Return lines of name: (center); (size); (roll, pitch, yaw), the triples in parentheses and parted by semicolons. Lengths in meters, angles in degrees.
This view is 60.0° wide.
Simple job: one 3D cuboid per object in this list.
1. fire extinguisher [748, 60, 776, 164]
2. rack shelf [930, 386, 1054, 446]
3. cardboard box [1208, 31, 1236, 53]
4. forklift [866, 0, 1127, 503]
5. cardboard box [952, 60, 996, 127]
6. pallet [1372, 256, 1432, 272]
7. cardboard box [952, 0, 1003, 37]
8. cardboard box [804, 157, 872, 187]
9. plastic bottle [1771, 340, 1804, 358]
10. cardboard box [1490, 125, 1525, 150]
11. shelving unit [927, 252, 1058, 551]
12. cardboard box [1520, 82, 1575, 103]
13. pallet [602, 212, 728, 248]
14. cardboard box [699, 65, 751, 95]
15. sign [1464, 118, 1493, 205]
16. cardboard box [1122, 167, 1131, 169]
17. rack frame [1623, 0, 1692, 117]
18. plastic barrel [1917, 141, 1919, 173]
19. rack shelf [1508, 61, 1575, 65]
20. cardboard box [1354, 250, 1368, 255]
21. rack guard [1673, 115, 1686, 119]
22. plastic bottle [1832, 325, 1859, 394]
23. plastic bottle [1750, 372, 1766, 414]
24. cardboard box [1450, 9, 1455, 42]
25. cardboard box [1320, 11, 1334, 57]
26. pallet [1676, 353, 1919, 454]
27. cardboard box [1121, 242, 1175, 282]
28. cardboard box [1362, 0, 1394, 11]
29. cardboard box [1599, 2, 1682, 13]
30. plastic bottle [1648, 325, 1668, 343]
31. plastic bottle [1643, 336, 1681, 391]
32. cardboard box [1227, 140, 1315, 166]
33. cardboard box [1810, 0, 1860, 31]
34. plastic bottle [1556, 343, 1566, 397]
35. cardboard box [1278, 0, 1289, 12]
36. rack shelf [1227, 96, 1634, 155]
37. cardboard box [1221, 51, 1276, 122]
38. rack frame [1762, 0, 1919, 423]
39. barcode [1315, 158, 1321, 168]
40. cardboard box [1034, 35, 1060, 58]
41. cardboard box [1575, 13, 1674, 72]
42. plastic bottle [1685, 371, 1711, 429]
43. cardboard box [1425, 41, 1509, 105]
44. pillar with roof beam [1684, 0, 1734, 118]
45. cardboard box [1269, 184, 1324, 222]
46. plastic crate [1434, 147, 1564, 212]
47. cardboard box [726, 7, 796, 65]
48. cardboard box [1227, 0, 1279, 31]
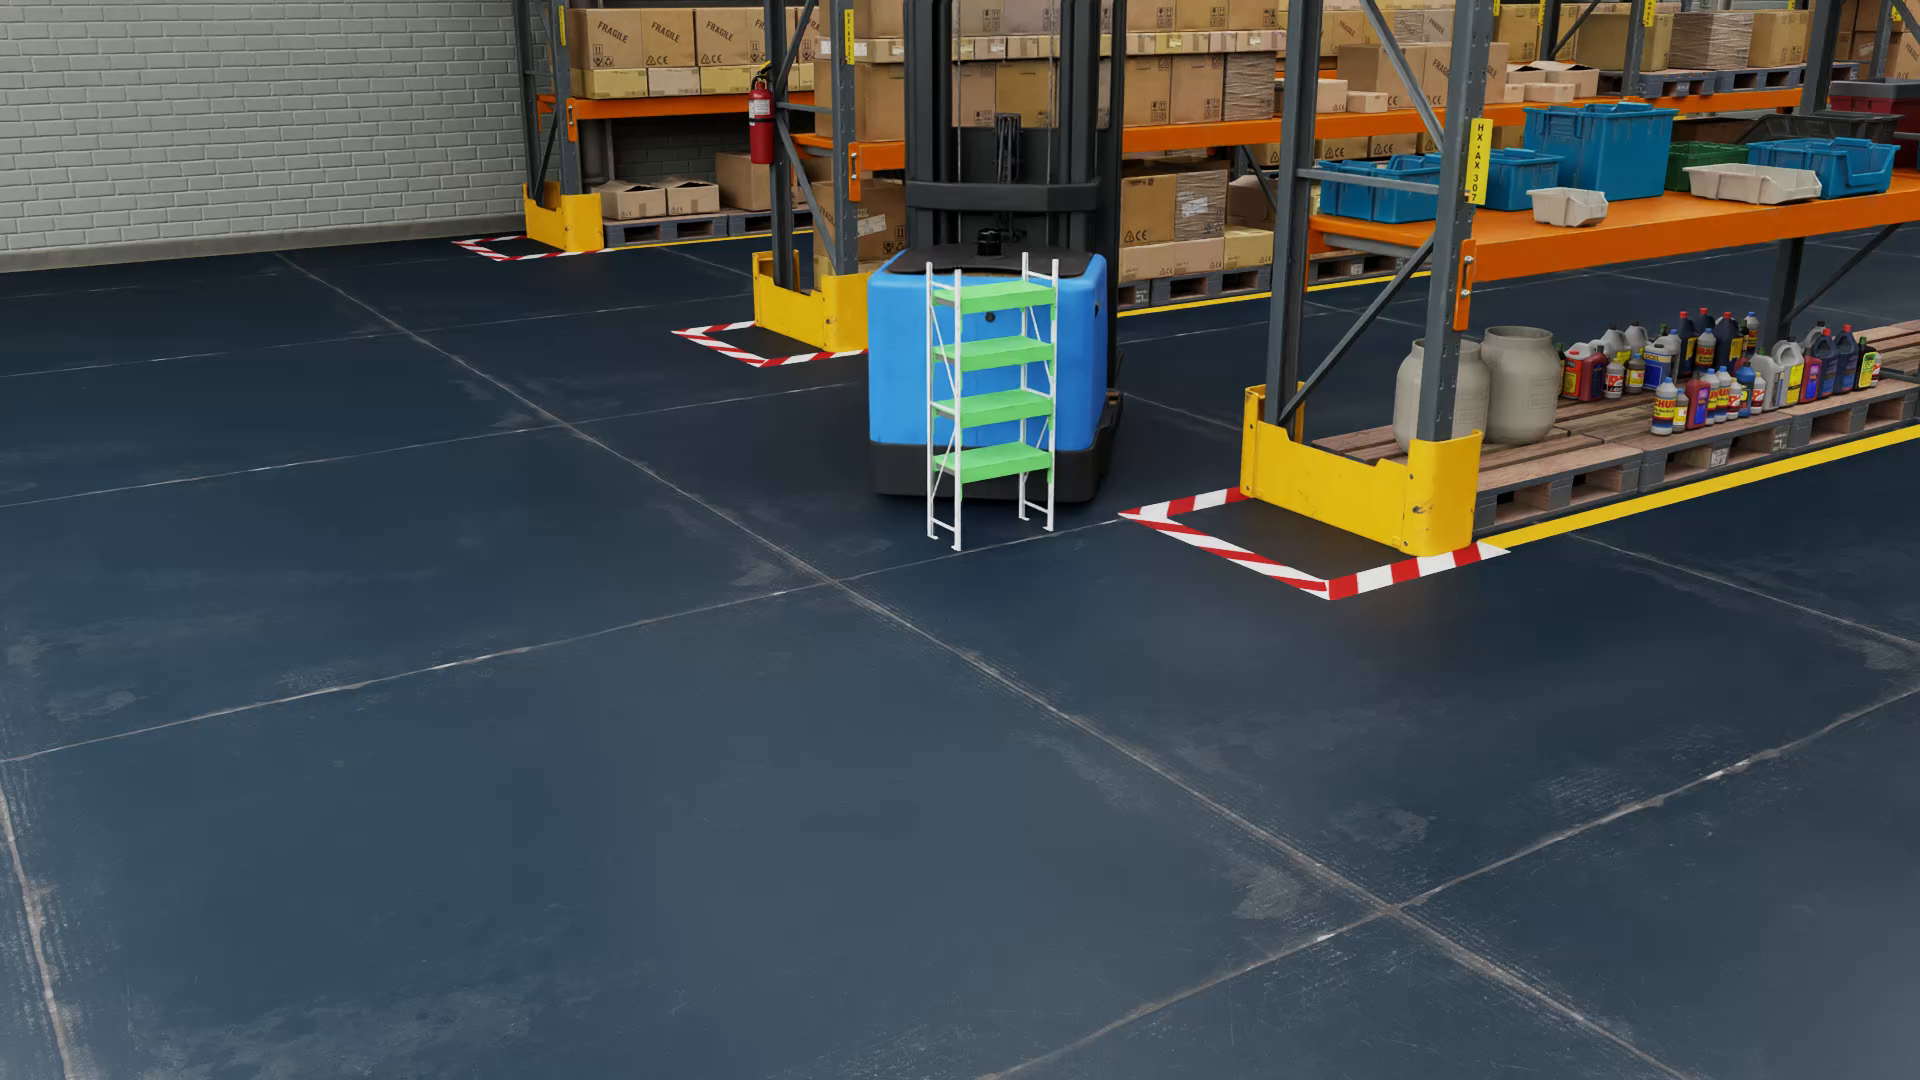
fire extinguisher: (-1.341, -2.894, 11.242); (0.183, 0.674, 0.296); (-12, 22, -31)
rack shelf: (0.136, -0.536, 7.152); (0.480, 0.148, 0.258); (-12, 22, -31)
cardboard box: (1.819, -3.691, 12.311); (0.250, 0.149, 0.380); (-13, 22, -33)
forklift: (0.304, -1.988, 8.549); (1.130, 2.935, 3.031); (3, 19, 8)
cardboard box: (-0.154, -3.047, 11.418); (0.500, 0.500, 0.700); (-11, 22, -30)
pallet: (3.967, -2.567, 14.509); (1.213, 0.211, 1.003); (-12, 22, -31)
cardboard box: (-0.110, -3.671, 11.239); (0.500, 0.500, 0.700); (-13, 22, -33)
cardboard box: (-1.219, -3.687, 16.683); (0.500, 0.500, 0.500); (-14, 23, -35)
plastic bottle: (4.433, -0.935, 8.893); (0.135, 0.276, 0.152); (-12, 22, -31)
cardboard box: (6.988, -5.384, 21.735); (0.500, 0.500, 0.700); (-12, 22, -31)
shelving unit: (0.136, -0.597, 7.132); (0.503, 1.200, 0.258); (-12, 22, -31)
cardboard box: (5.095, -3.885, 14.445); (0.250, 0.149, 0.380); (-12, 22, -31)
pallet: (-2.953, -2.978, 15.723); (1.213, 0.211, 1.003); (-12, 22, -31)
cardboard box: (-2.278, -4.274, 15.408); (0.500, 0.250, 0.500); (-12, 22, -32)
sign: (2.033, -1.485, 6.521); (0.005, 0.325, 0.100); (-12, 22, -31)
cardboard box: (0.959, -2.609, 12.746); (0.500, 0.500, 0.500); (-12, 22, -31)
rack frame: (9.648, -6.970, 23.177); (0.127, 3.000, 1.000); (-12, 22, -31)
plastic barrel: (5.564, -2.431, 8.968); (0.708, 0.901, 0.600); (-12, 22, -31)
rack shelf: (7.978, -6.277, 22.251); (4.000, 0.370, 1.077); (-12, 22, -31)
cardboard box: (3.254, -2.523, 13.660); (0.500, 0.250, 0.500); (-11, 22, -30)
rack guard: (9.668, -5.790, 23.590); (0.348, 0.500, 1.175); (-12, 22, -31)
plastic bottle: (4.695, -0.969, 8.877); (0.185, 0.351, 0.144); (-13, 22, -33)
plastic bottle: (4.044, -0.752, 8.468); (0.097, 0.201, 0.097); (0, 19, 0)
cardboard box: (6.061, -6.314, 20.587); (0.500, 0.500, 0.500); (-12, 22, -32)
cardboard box: (3.956, -5.865, 19.259); (0.500, 0.500, 0.500); (-11, 22, -30)
pallet: (4.491, -0.778, 9.217); (1.213, 0.211, 1.003); (-12, 22, -31)
cardboard box: (1.254, -2.111, 12.442); (0.500, 0.250, 0.500); (-12, 22, -31)
cardboard box: (4.775, -6.400, 19.670); (0.500, 0.250, 0.500); (-12, 22, -33)
cardboard box: (9.228, -7.019, 22.856); (0.700, 0.700, 0.980); (-11, 21, -29)
plastic bottle: (3.854, -1.045, 9.208); (0.133, 0.283, 0.061); (-11, 21, -29)
plastic bottle: (3.762, -0.950, 8.936); (0.135, 0.276, 0.152); (-12, 22, -31)
cardboard box: (3.653, -4.836, 19.566); (0.750, 0.750, 0.750); (-12, 22, -32)
cardboard box: (9.315, -5.620, 17.468); (0.500, 0.500, 0.500); (-12, 22, -31)
plastic bottle: (3.114, -0.889, 8.746); (0.133, 0.283, 0.061); (-11, 22, -30)
cardboard box: (3.512, -6.130, 18.870); (0.500, 0.250, 0.500); (-11, 22, -30)
rack shelf: (4.024, -3.543, 14.165); (4.000, 0.370, 1.077); (-12, 22, -31)
cardboard box: (1.986, -3.499, 12.756); (0.500, 0.500, 0.700); (-13, 22, -33)
rack frame: (5.075, -2.206, 9.087); (0.127, 3.000, 1.000); (-12, 22, -31)
barcode: (2.796, -2.944, 12.988); (0.075, 0.075, 0.001); (-12, 22, -31)
cardboard box: (0.534, -3.421, 11.511); (0.250, 0.149, 0.380); (-12, 22, -32)
cardboard box: (6.158, -4.624, 15.426); (0.700, 0.500, 0.500); (14, 23, 35)
plastic bottle: (3.619, -0.694, 8.169); (0.133, 0.283, 0.061); (-11, 22, -31)
cardboard box: (4.302, -3.984, 14.189); (0.500, 0.500, 0.500); (-13, 23, -34)
pillar with roof beam: (13.795, -9.367, 20.902); (0.400, 9.000, 9.100); (-12, 22, -31)
cardboard box: (2.836, -2.700, 13.309); (0.500, 0.311, 0.500); (-12, 22, -31)
plastic crate: (2.533, -1.712, 7.858); (0.408, 0.251, 0.499); (-12, 22, -31)
cardboard box: (-1.873, -4.717, 15.545); (0.500, 0.500, 0.500); (-11, 22, -30)
cardboard box: (1.986, -4.114, 12.548); (0.500, 0.500, 0.700); (-12, 22, -31)
